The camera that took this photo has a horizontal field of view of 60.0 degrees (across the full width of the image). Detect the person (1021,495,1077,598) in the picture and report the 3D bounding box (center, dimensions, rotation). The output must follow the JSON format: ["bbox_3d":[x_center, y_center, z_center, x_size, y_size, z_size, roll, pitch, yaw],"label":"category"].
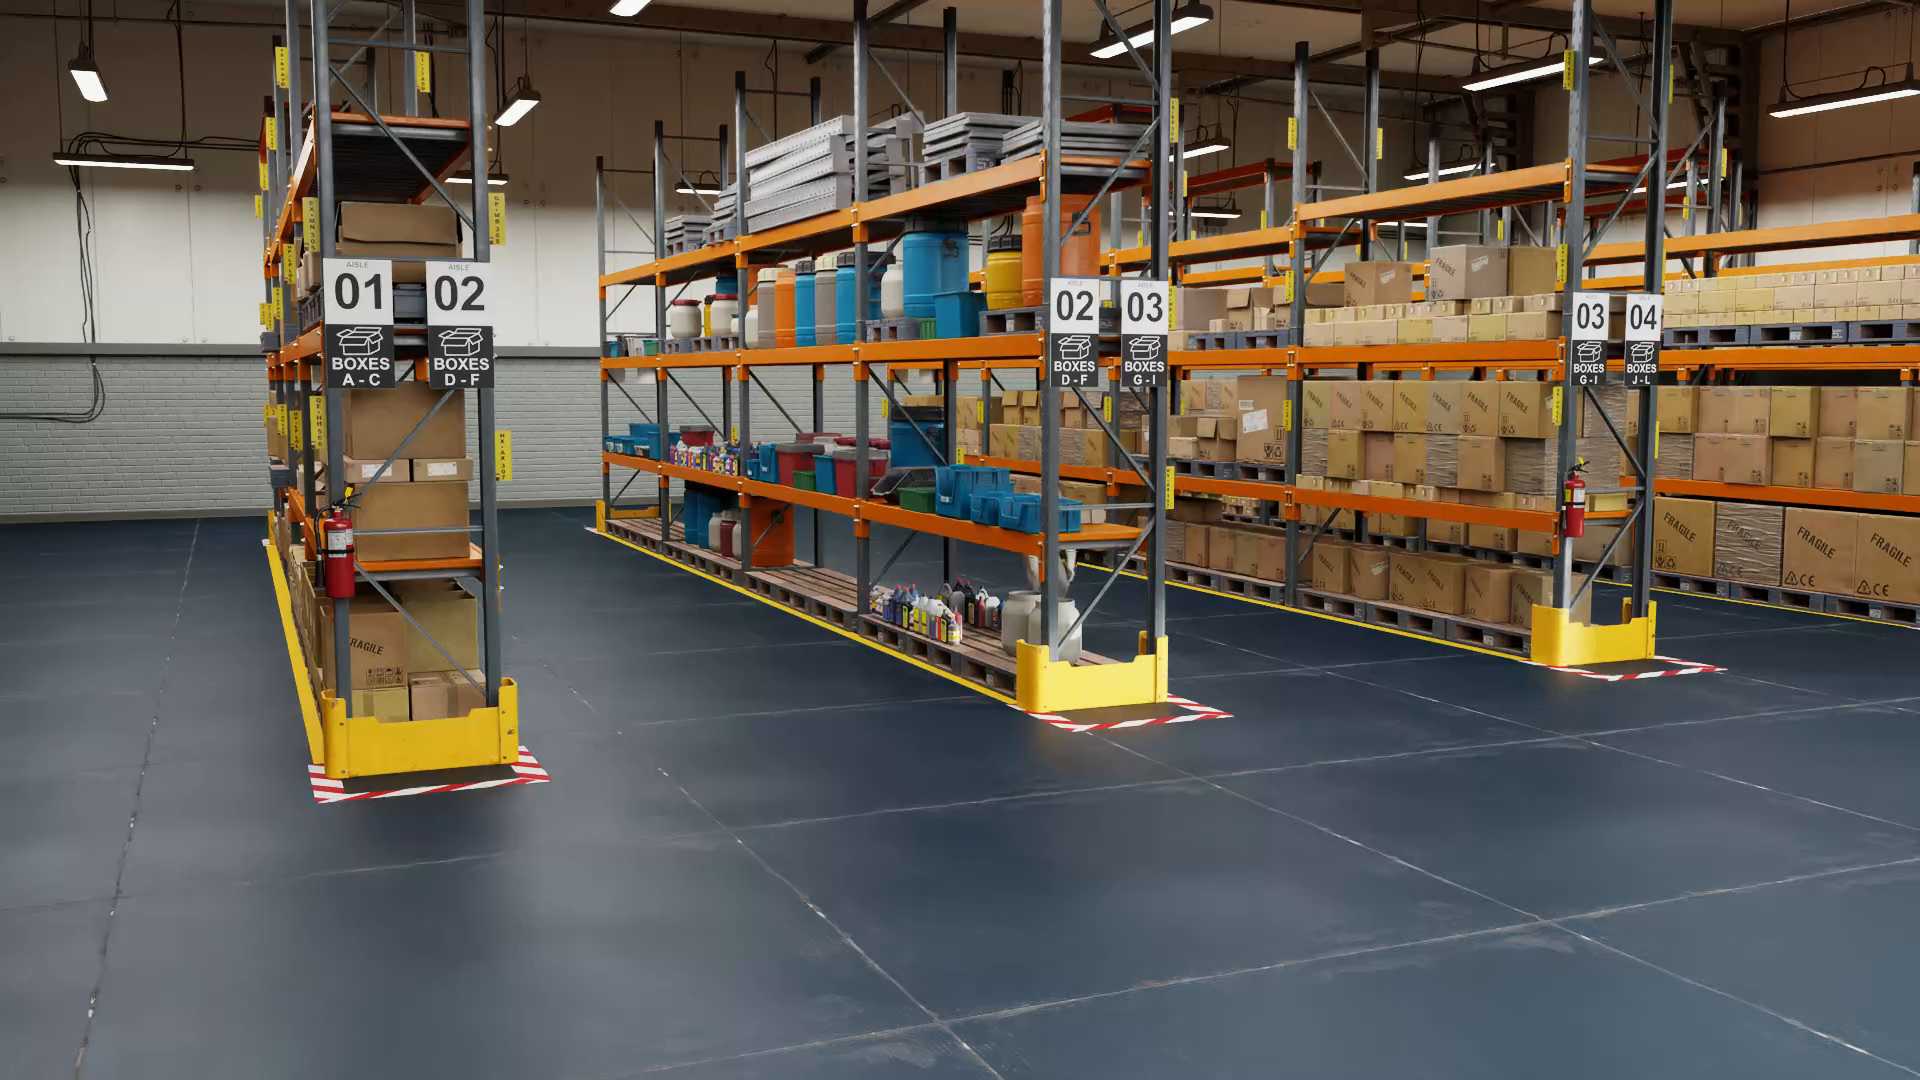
[{"bbox_3d":[0.900,0.196,16.803,0.534,1.320,0.739,-1,6,-15],"label":"person"}]
